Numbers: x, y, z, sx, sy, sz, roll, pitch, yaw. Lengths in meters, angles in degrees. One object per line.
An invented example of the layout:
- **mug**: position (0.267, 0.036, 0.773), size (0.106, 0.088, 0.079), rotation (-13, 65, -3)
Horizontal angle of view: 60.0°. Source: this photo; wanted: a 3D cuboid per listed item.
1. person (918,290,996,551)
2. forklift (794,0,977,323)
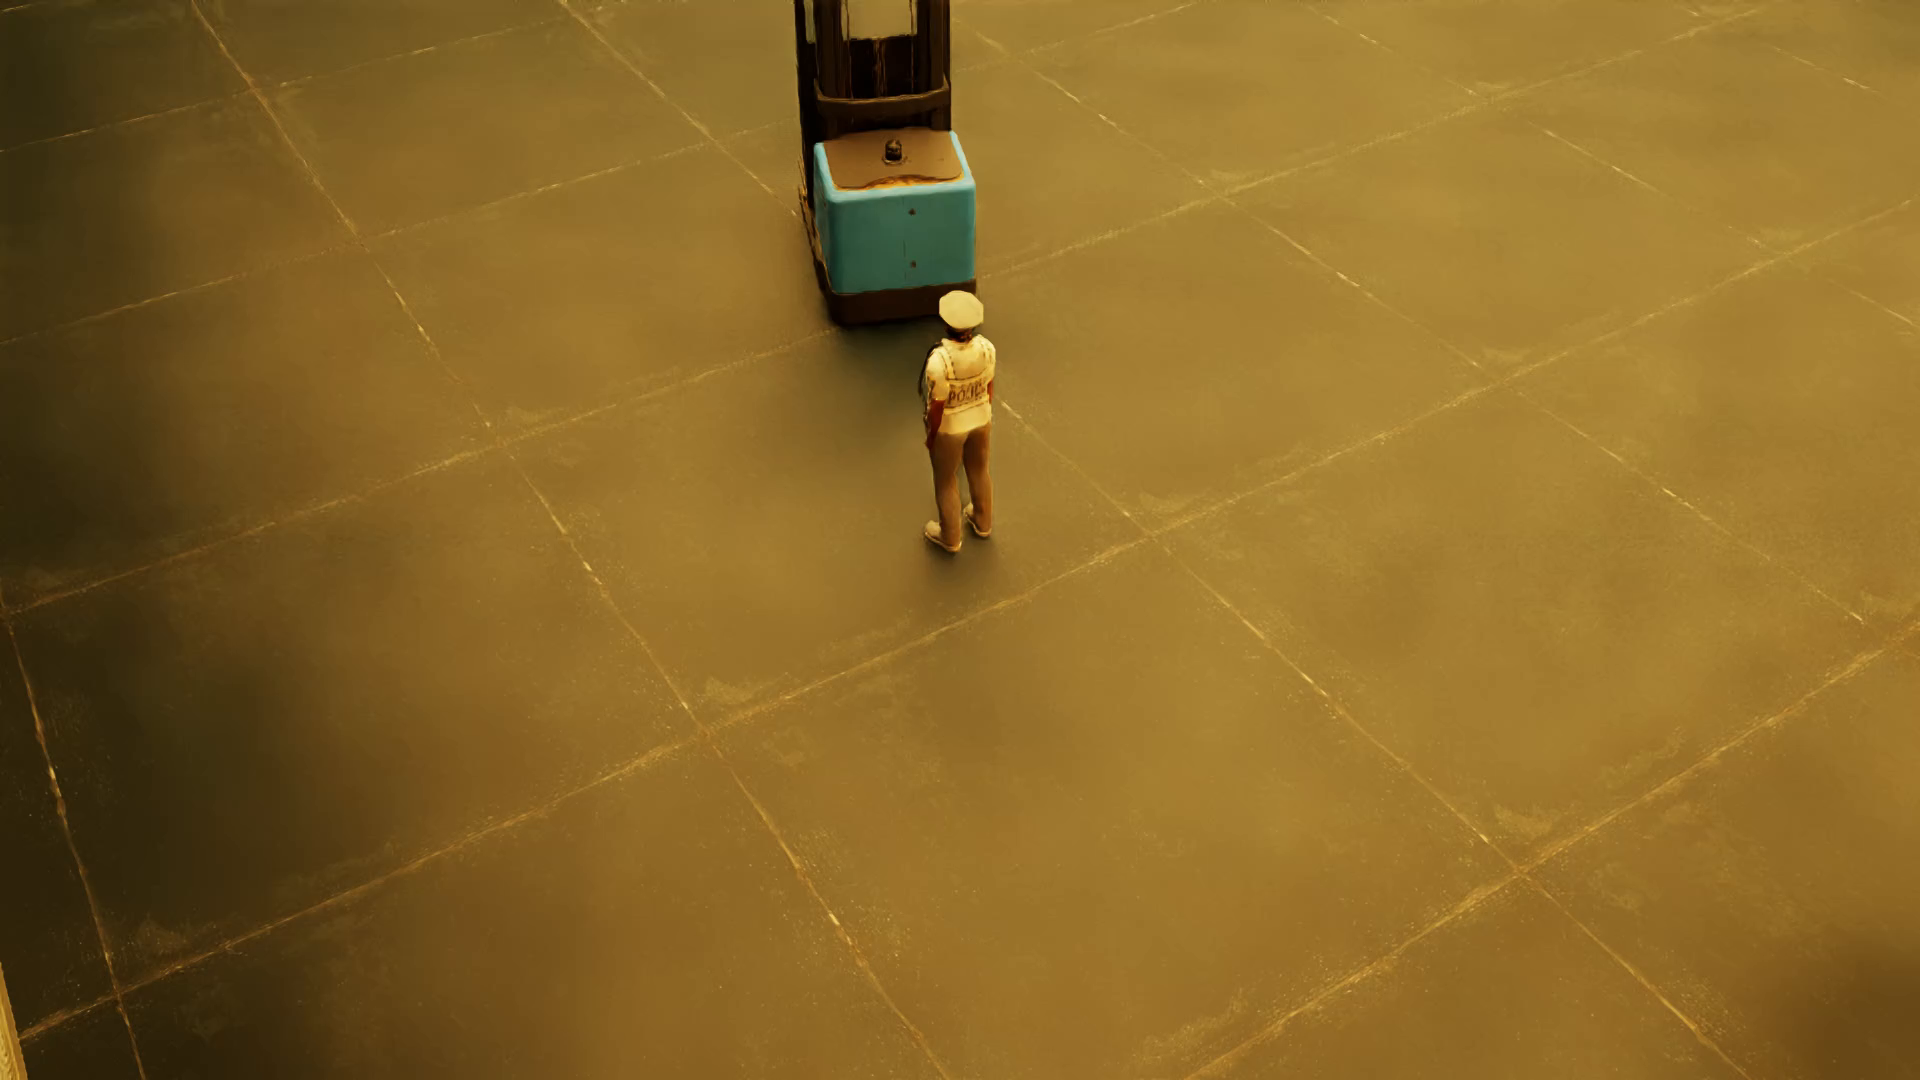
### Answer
- **person**: position (-0.005, -0.678, 9.533), size (0.446, 1.692, 0.338), rotation (-23, 46, -24)
- **forklift**: position (-0.656, -3.611, 12.003), size (1.130, 2.935, 3.031), rotation (-7, 42, -8)
